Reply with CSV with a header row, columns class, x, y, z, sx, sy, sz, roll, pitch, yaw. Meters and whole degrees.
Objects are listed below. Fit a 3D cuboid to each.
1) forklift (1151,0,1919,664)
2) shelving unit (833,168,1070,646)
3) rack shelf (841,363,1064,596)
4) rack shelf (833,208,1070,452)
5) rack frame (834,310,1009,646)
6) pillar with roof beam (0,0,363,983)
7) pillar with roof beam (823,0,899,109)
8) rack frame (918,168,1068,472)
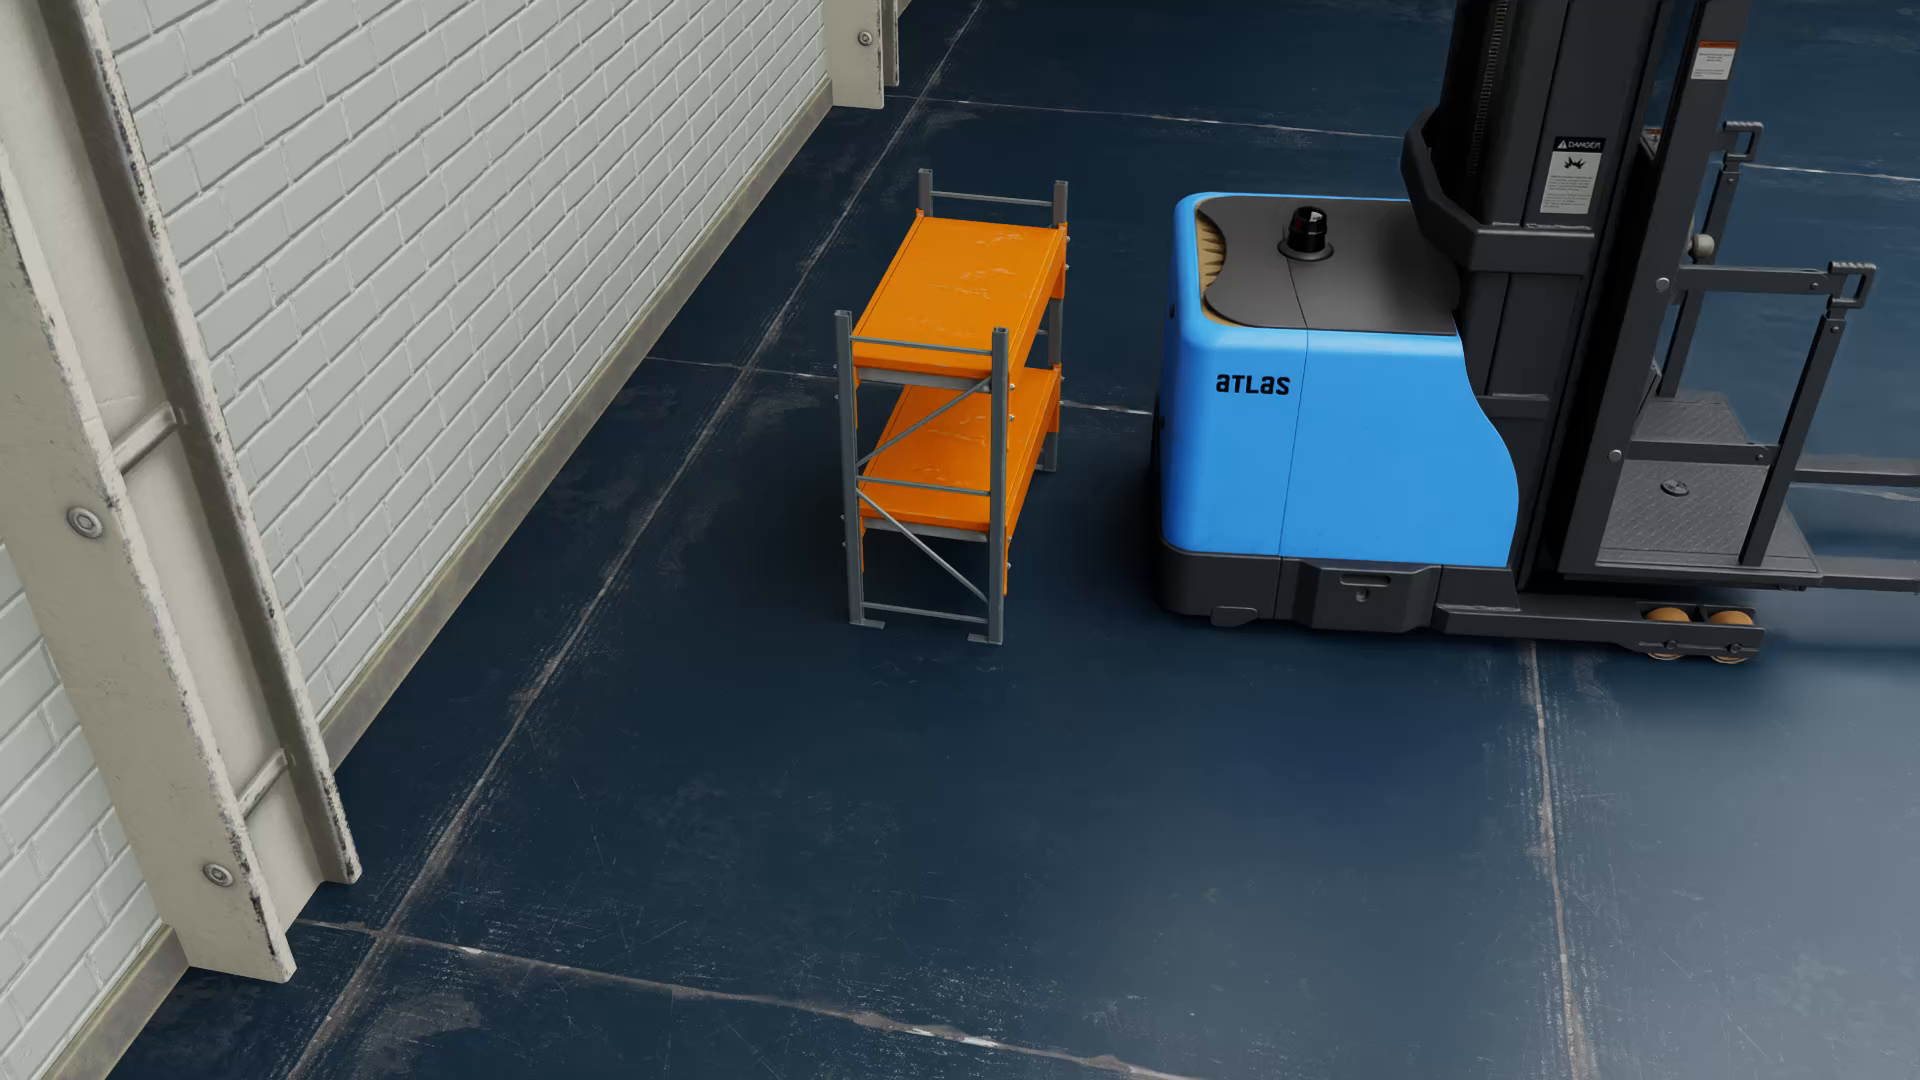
class,x,y,z,sx,sy,sz,roll,pitch,yaw
forklift,2.170,-1.127,4.807,3.031,2.935,1.130,3,36,4
shelving unit,-0.001,-0.452,5.415,0.538,1.125,1.048,7,37,10
rack shelf,-0.001,-0.254,5.558,0.538,0.278,1.000,7,37,10
rack shelf,-0.001,-0.689,5.243,0.538,0.278,1.000,7,37,10
rack frame,-0.110,-0.160,5.012,0.500,1.125,0.032,7,37,10
pillar with roof beam,2.394,-2.116,1.001,9.100,9.000,0.400,7,37,10
pillar with roof beam,3.675,-5.556,5.747,9.100,9.000,0.400,7,37,10
rack frame,0.107,-0.743,5.817,0.500,1.125,0.032,7,37,10
